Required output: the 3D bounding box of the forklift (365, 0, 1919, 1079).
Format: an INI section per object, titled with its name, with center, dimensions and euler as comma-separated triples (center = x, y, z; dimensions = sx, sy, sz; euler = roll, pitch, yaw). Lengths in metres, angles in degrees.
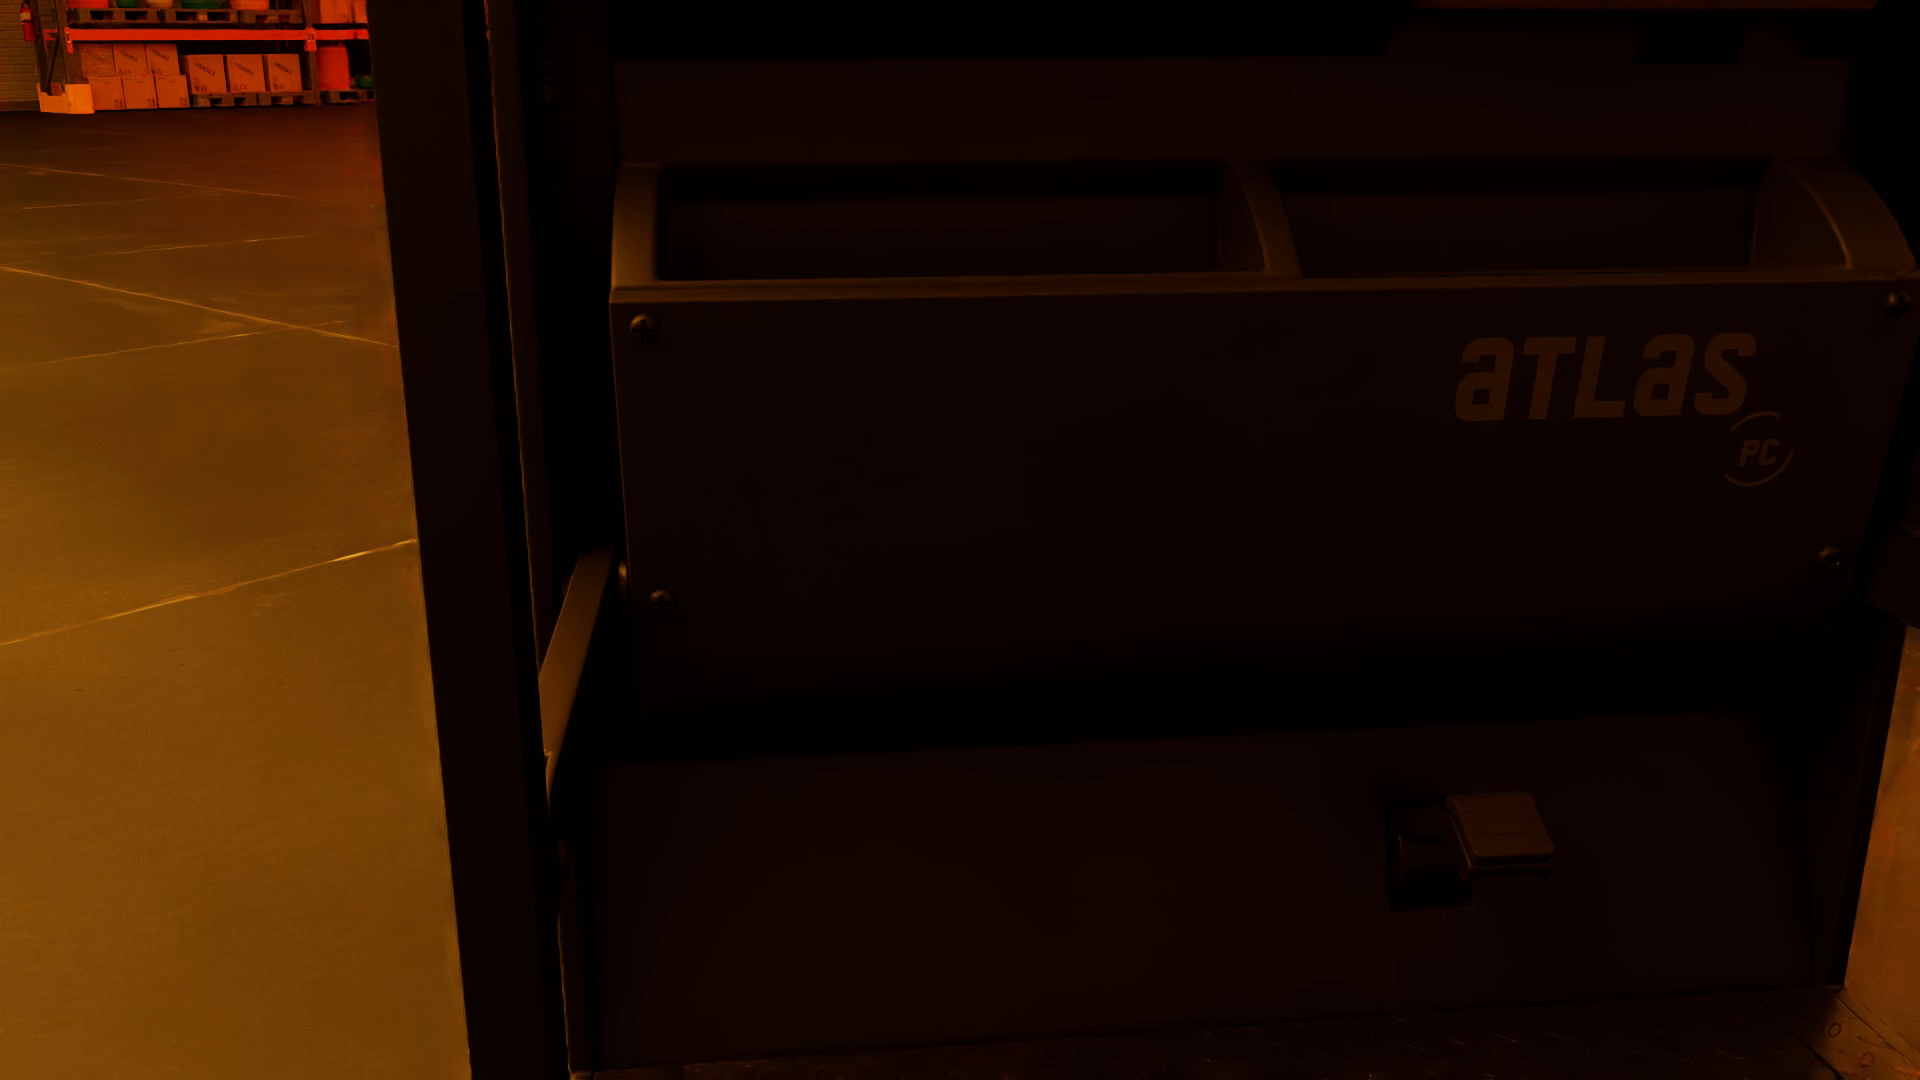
[forklift]
center = 0.252, -0.597, 0.863
dimensions = 1.130, 2.935, 3.031
euler = -2, 17, -6
